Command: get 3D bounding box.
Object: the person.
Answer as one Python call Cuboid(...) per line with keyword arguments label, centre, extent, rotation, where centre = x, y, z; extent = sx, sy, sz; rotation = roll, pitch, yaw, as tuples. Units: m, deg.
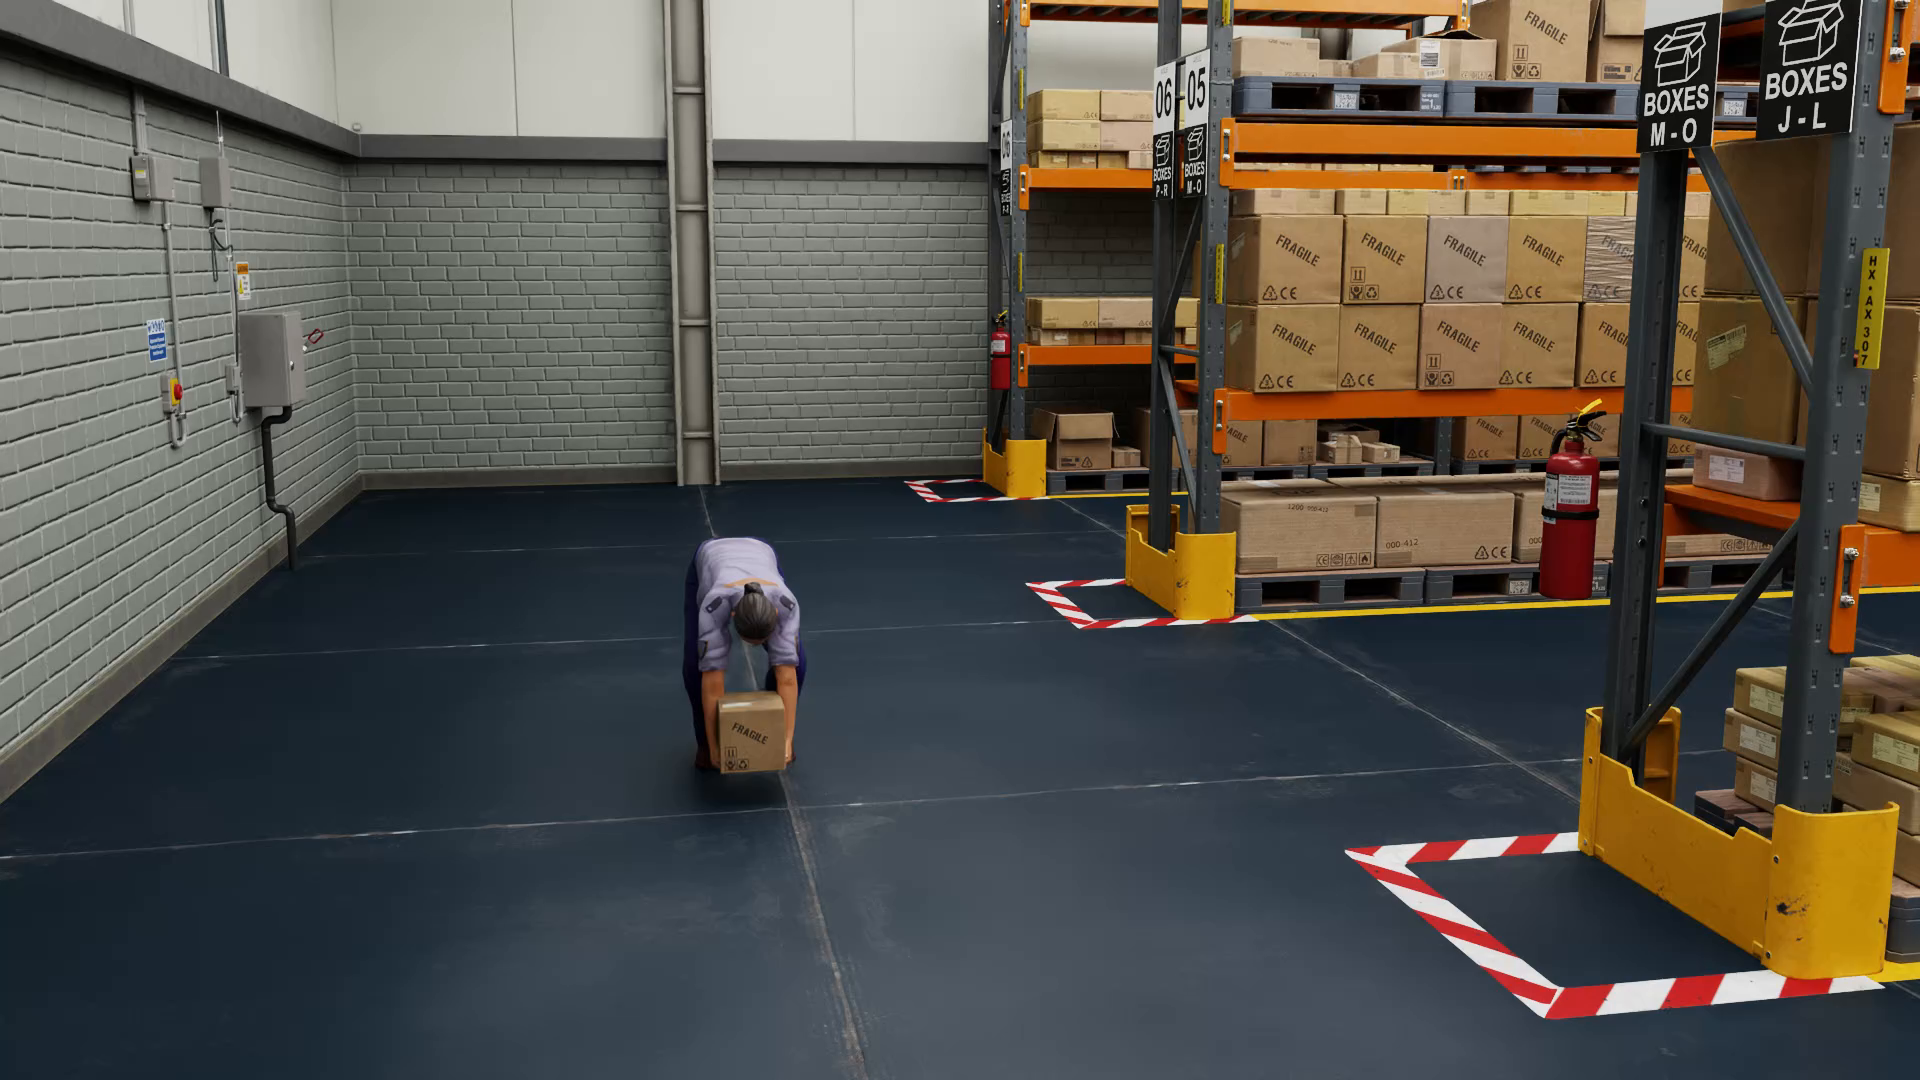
Cuboid(label="person", centre=(-0.865, 0.487, 6.723), extent=(0.505, 0.933, 0.905), rotation=(-2, 10, -14))
